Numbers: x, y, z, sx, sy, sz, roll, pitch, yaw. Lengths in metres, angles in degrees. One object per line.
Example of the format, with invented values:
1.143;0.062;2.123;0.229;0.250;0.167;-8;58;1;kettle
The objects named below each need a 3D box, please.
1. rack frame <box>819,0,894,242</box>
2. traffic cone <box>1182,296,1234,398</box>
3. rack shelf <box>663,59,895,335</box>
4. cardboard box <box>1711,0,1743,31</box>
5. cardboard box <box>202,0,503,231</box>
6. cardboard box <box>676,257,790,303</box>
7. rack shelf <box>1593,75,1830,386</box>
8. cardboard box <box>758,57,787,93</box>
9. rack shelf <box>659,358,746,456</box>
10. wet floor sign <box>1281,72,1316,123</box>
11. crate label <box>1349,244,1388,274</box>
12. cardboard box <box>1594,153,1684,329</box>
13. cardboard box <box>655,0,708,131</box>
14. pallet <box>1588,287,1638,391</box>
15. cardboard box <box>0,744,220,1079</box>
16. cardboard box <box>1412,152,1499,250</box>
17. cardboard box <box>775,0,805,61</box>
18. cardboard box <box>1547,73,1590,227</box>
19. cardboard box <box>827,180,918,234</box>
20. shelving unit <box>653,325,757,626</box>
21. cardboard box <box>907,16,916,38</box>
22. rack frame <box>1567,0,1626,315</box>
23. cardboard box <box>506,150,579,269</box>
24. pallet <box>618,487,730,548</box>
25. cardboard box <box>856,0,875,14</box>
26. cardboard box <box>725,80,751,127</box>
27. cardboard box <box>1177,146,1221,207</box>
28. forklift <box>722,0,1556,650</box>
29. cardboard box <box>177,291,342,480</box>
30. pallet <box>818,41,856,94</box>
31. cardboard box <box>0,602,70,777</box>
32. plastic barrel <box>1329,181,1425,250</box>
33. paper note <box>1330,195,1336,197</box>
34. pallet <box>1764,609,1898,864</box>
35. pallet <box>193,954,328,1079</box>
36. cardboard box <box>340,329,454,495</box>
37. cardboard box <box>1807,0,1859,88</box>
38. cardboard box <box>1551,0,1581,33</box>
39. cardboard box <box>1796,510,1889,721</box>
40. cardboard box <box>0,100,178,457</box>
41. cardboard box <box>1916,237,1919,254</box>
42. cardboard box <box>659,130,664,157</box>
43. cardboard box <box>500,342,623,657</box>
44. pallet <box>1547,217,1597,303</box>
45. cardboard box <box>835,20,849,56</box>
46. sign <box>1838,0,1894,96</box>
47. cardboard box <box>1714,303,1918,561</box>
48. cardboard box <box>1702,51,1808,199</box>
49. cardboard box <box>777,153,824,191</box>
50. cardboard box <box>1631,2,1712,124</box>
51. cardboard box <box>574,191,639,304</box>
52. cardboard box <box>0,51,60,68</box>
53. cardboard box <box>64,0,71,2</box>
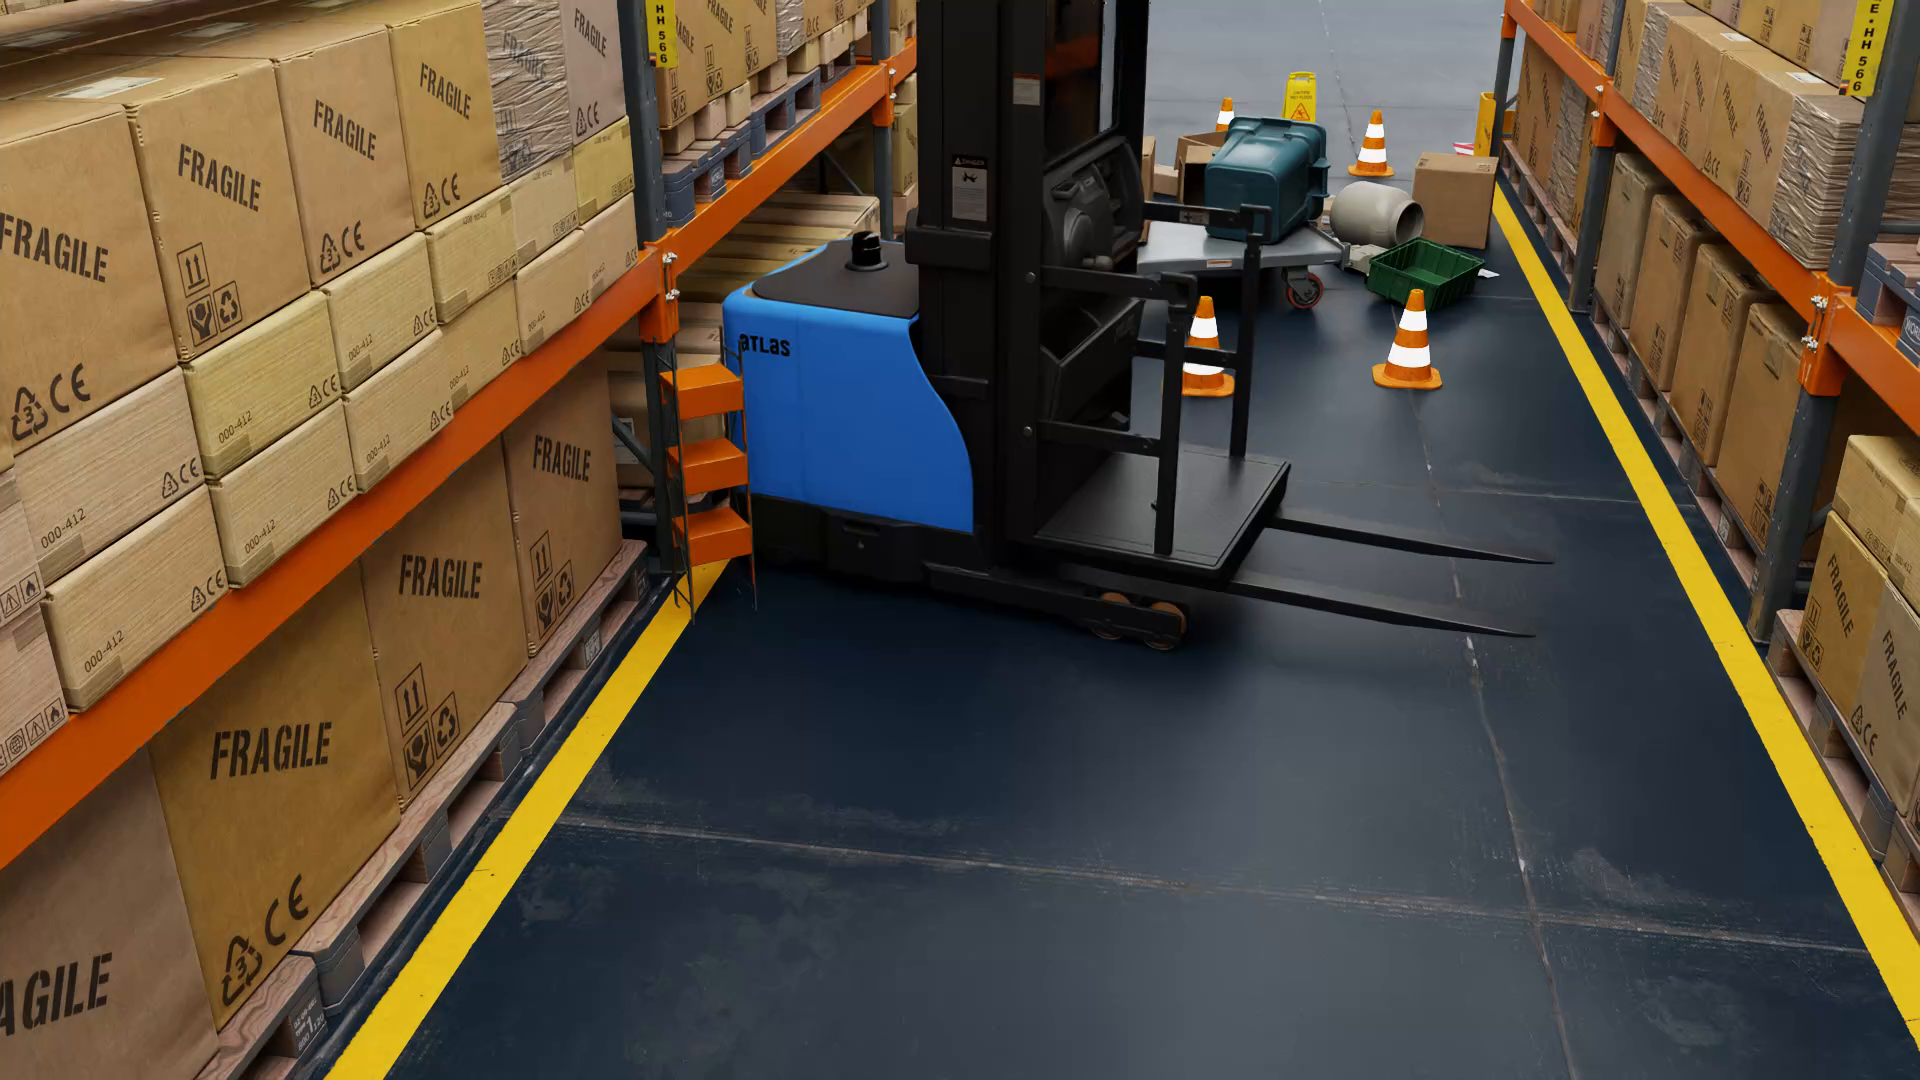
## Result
-0.903;-2.947;9.507;1.000;3.000;0.127;4;25;9;rack frame
1.215;-0.992;8.323;0.336;0.463;0.334;4;25;9;traffic cone
-1.230;-1.785;7.873;1.077;0.370;4.000;4;25;9;rack shelf
3.757;-2.510;7.276;0.700;0.500;0.500;4;25;9;cardboard box
-1.546;-1.115;4.297;0.500;0.500;0.500;4;25;9;cardboard box
-1.212;-1.135;8.242;0.950;0.372;0.625;5;26;10;cardboard box
3.670;-1.484;7.230;1.077;0.370;4.000;4;25;9;rack shelf
-1.008;-2.146;7.597;0.380;0.149;0.250;5;26;10;cardboard box
-0.912;-0.472;5.876;0.240;0.259;0.215;-13;28;-26;rack shelf
2.702;-3.402;13.257;0.267;0.644;0.232;0;25;-1;wet floor sign
2.526;-1.740;10.306;0.298;0.136;0.250;-14;29;-27;crate label
3.985;-1.552;8.685;1.050;0.750;0.750;4;25;8;cardboard box
-1.255;-1.816;6.128;0.500;0.500;0.500;3;25;7;cardboard box
3.945;-1.055;8.755;1.003;0.211;1.213;4;25;9;pallet
-2.188;0.906;3.286;0.875;0.875;0.875;5;26;10;cardboard box
3.238;-2.235;10.933;0.500;0.500;0.500;8;26;18;cardboard box
-1.007;-2.466;7.516;0.500;0.500;0.500;3;25;7;cardboard box
4.313;-2.509;10.584;0.875;0.875;0.875;4;25;9;cardboard box
-0.540;-2.120;10.488;0.500;0.250;0.500;3;25;6;cardboard box
-0.913;-0.225;5.992;0.252;1.050;0.215;-13;28;-26;shelving unit
-0.457;-3.266;10.486;0.380;0.149;0.250;5;26;10;cardboard box
3.997;-2.646;8.865;1.000;3.000;0.127;4;25;9;rack frame
-1.465;-0.997;4.930;0.500;0.250;0.500;3;25;7;cardboard box
-1.427;-0.338;7.222;1.003;0.211;1.213;4;25;9;pallet
-0.752;-3.108;8.887;0.500;0.500;0.500;4;25;8;cardboard box
-1.085;-1.814;6.888;0.380;0.149;0.250;4;25;9;cardboard box
1.817;-2.249;10.801;0.797;0.637;0.503;4;25;9;cardboard box
0.664;-1.192;5.839;3.031;2.935;1.130;10;27;21;forklift
-1.694;-0.353;3.553;0.500;0.250;0.500;4;25;9;cardboard box
-1.171;-2.550;8.887;1.003;0.211;1.213;4;25;9;pallet
-1.878;0.301;2.745;0.500;0.250;0.500;3;25;7;cardboard box
2.669;-2.060;10.652;0.421;0.421;0.512;-20;32;-36;plastic barrel
2.727;-2.453;11.956;0.144;0.017;0.142;13;28;26;paper note
3.214;0.617;5.184;1.003;0.211;1.213;4;25;9;pallet
-2.158;1.334;3.651;1.003;0.211;1.213;4;25;9;pallet
-1.605;-0.337;4.108;0.500;0.250;0.500;4;25;8;cardboard box
3.508;-1.870;5.909;0.700;0.500;0.500;4;25;8;cardboard box
4.305;-3.547;10.613;0.875;0.550;0.500;4;25;9;cardboard box
2.976;0.247;5.137;0.500;0.500;0.500;3;25;6;cardboard box
-1.799;-0.478;2.935;0.500;0.500;0.500;4;25;8;cardboard box
3.071;-0.876;4.885;0.380;0.149;0.250;4;25;8;cardboard box
-1.320;-1.473;6.160;0.380;0.149;0.250;3;25;5;cardboard box
-1.751;-0.219;5.690;0.875;0.875;0.875;4;25;8;cardboard box
4.199;-1.696;10.124;1.003;0.211;1.213;4;25;9;pallet
-0.782;-2.569;8.502;0.380;0.149;0.250;4;25;8;cardboard box
2.795;-1.535;5.125;0.100;0.325;0.005;4;25;9;sign
3.532;-0.393;6.209;1.050;0.750;0.750;4;25;8;cardboard box
3.317;-1.643;6.604;0.500;0.500;0.500;4;25;8;cardboard box
-1.071;-2.497;10.410;0.500;0.500;0.500;4;25;8;cardboard box
3.564;-2.279;7.962;0.500;0.500;0.500;4;25;9;cardboard box
-1.383;-0.976;5.475;0.500;0.250;0.500;3;25;7;cardboard box
-2.205;-0.731;3.476;0.500;0.500;0.500;5;26;10;cardboard box
-5.470;-3.502;10.575;0.500;0.500;0.500;3;25;7;cardboard box
